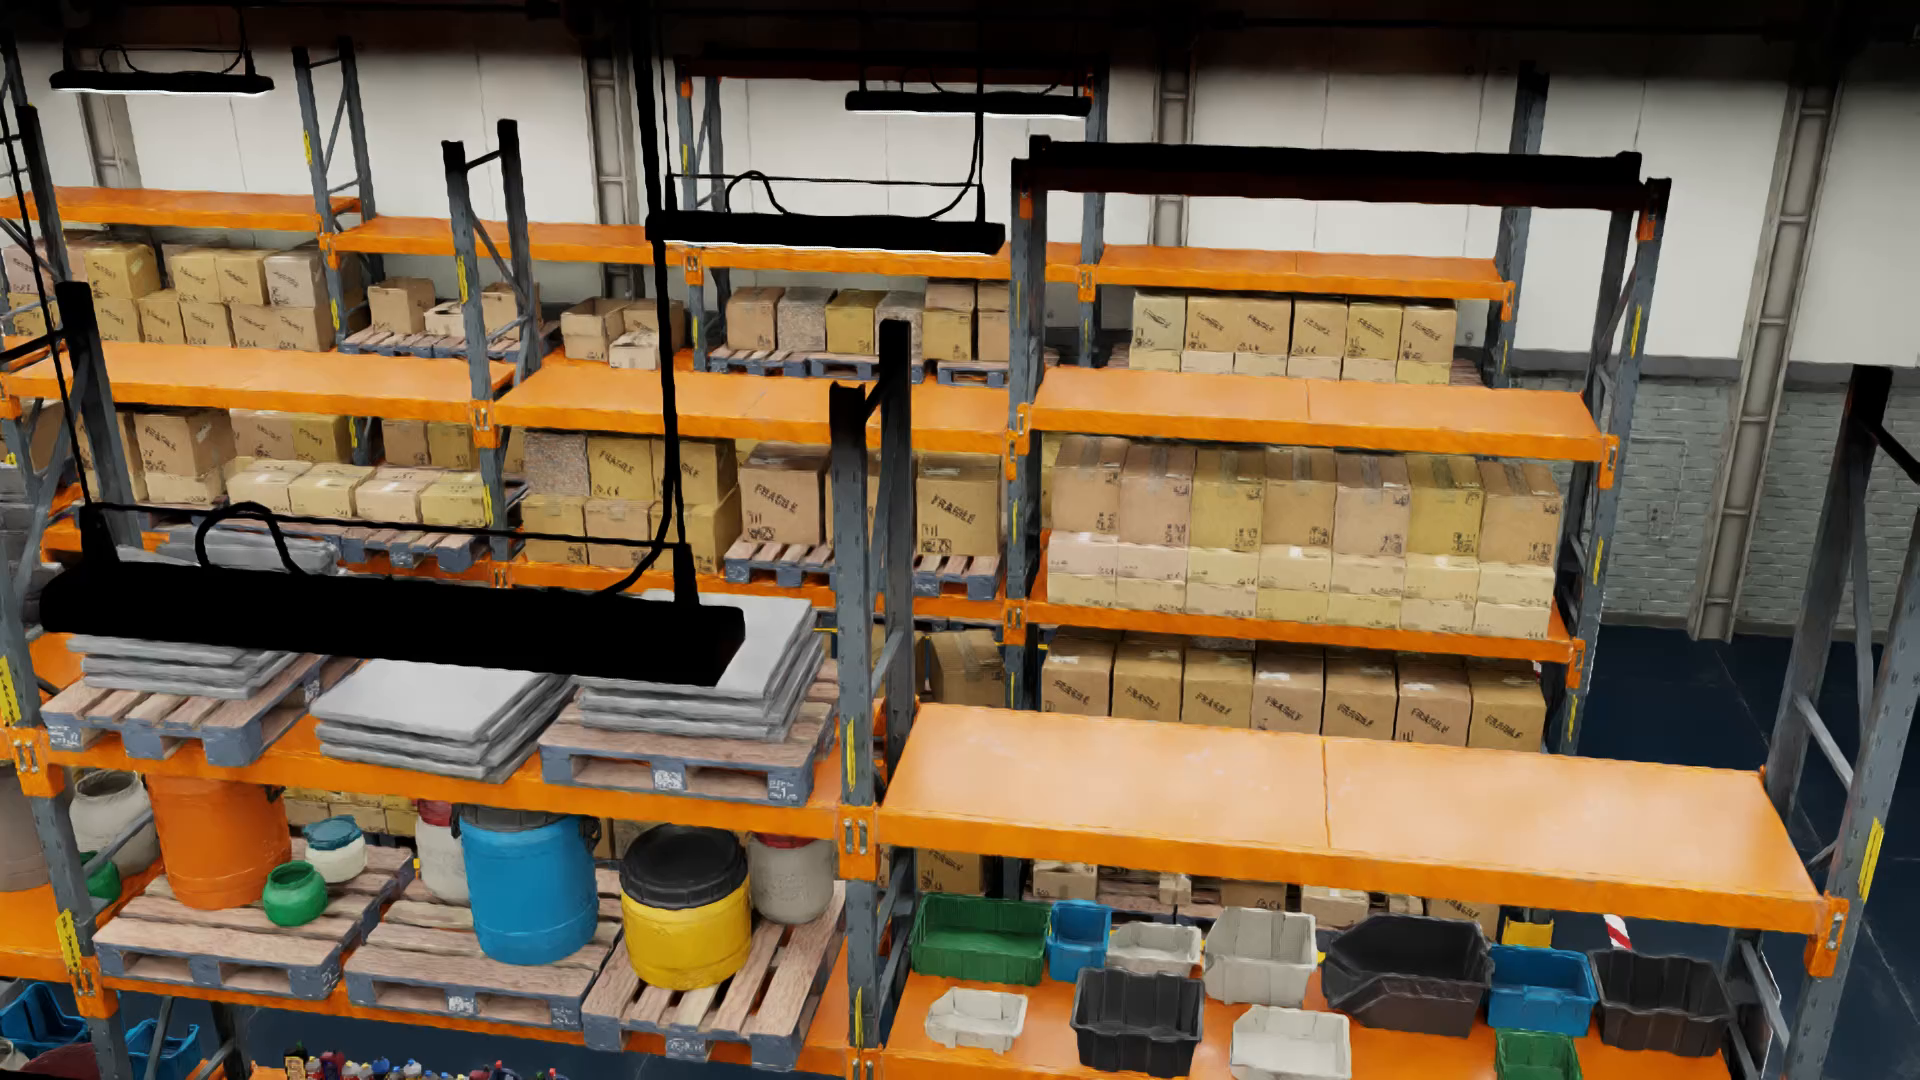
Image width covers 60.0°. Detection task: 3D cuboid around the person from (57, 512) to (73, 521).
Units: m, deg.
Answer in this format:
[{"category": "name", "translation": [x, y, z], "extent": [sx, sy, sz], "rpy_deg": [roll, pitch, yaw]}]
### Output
[{"category": "person", "translation": [-9.569, -0.003, 18.187], "extent": [0.578, 1.713, 0.719], "rpy_deg": [3, 23, 7]}]

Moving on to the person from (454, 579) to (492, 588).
[{"category": "person", "translation": [-5.011, 0.438, 17.191], "extent": [0.535, 1.676, 0.682], "rpy_deg": [3, 23, 8]}]
